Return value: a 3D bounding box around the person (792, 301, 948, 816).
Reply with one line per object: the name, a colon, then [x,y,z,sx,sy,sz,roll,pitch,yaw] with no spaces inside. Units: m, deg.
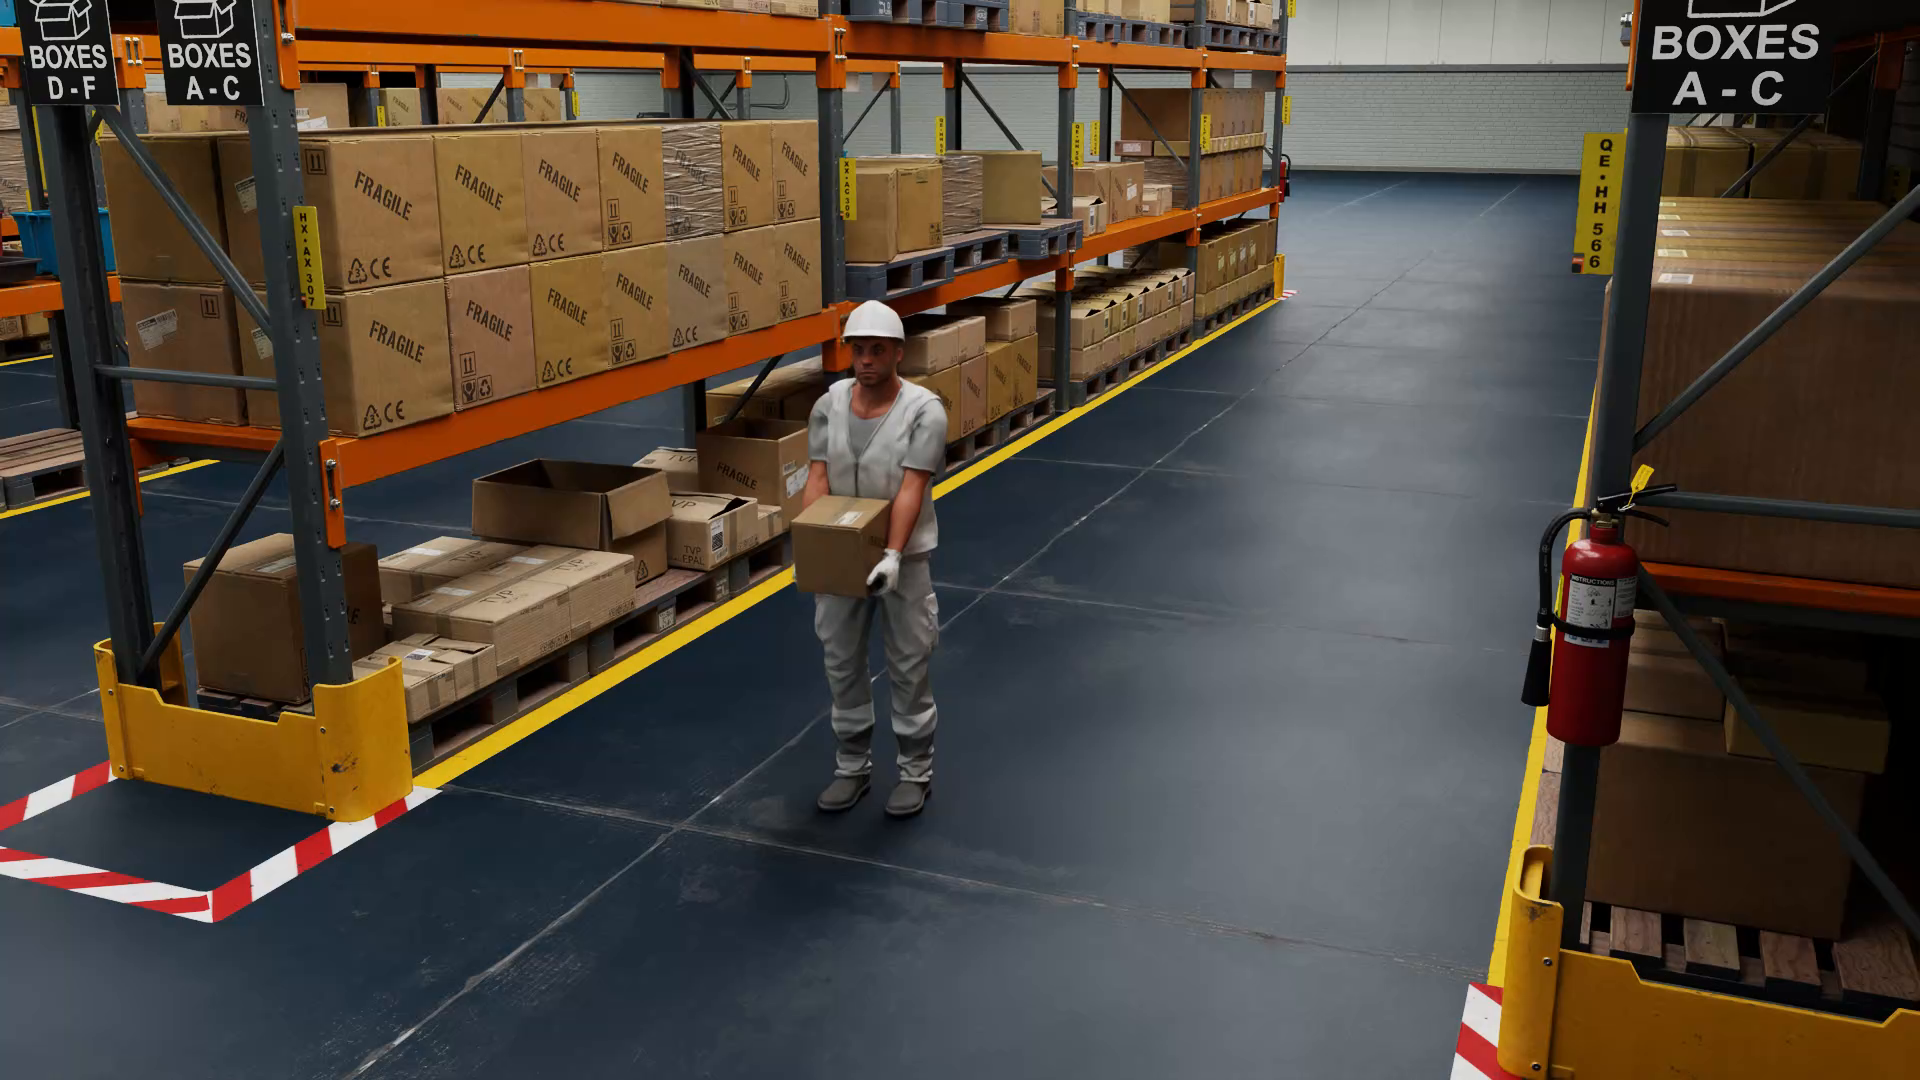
person: [-0.307,0.085,5.671,0.494,1.783,0.570,6,16,20]
